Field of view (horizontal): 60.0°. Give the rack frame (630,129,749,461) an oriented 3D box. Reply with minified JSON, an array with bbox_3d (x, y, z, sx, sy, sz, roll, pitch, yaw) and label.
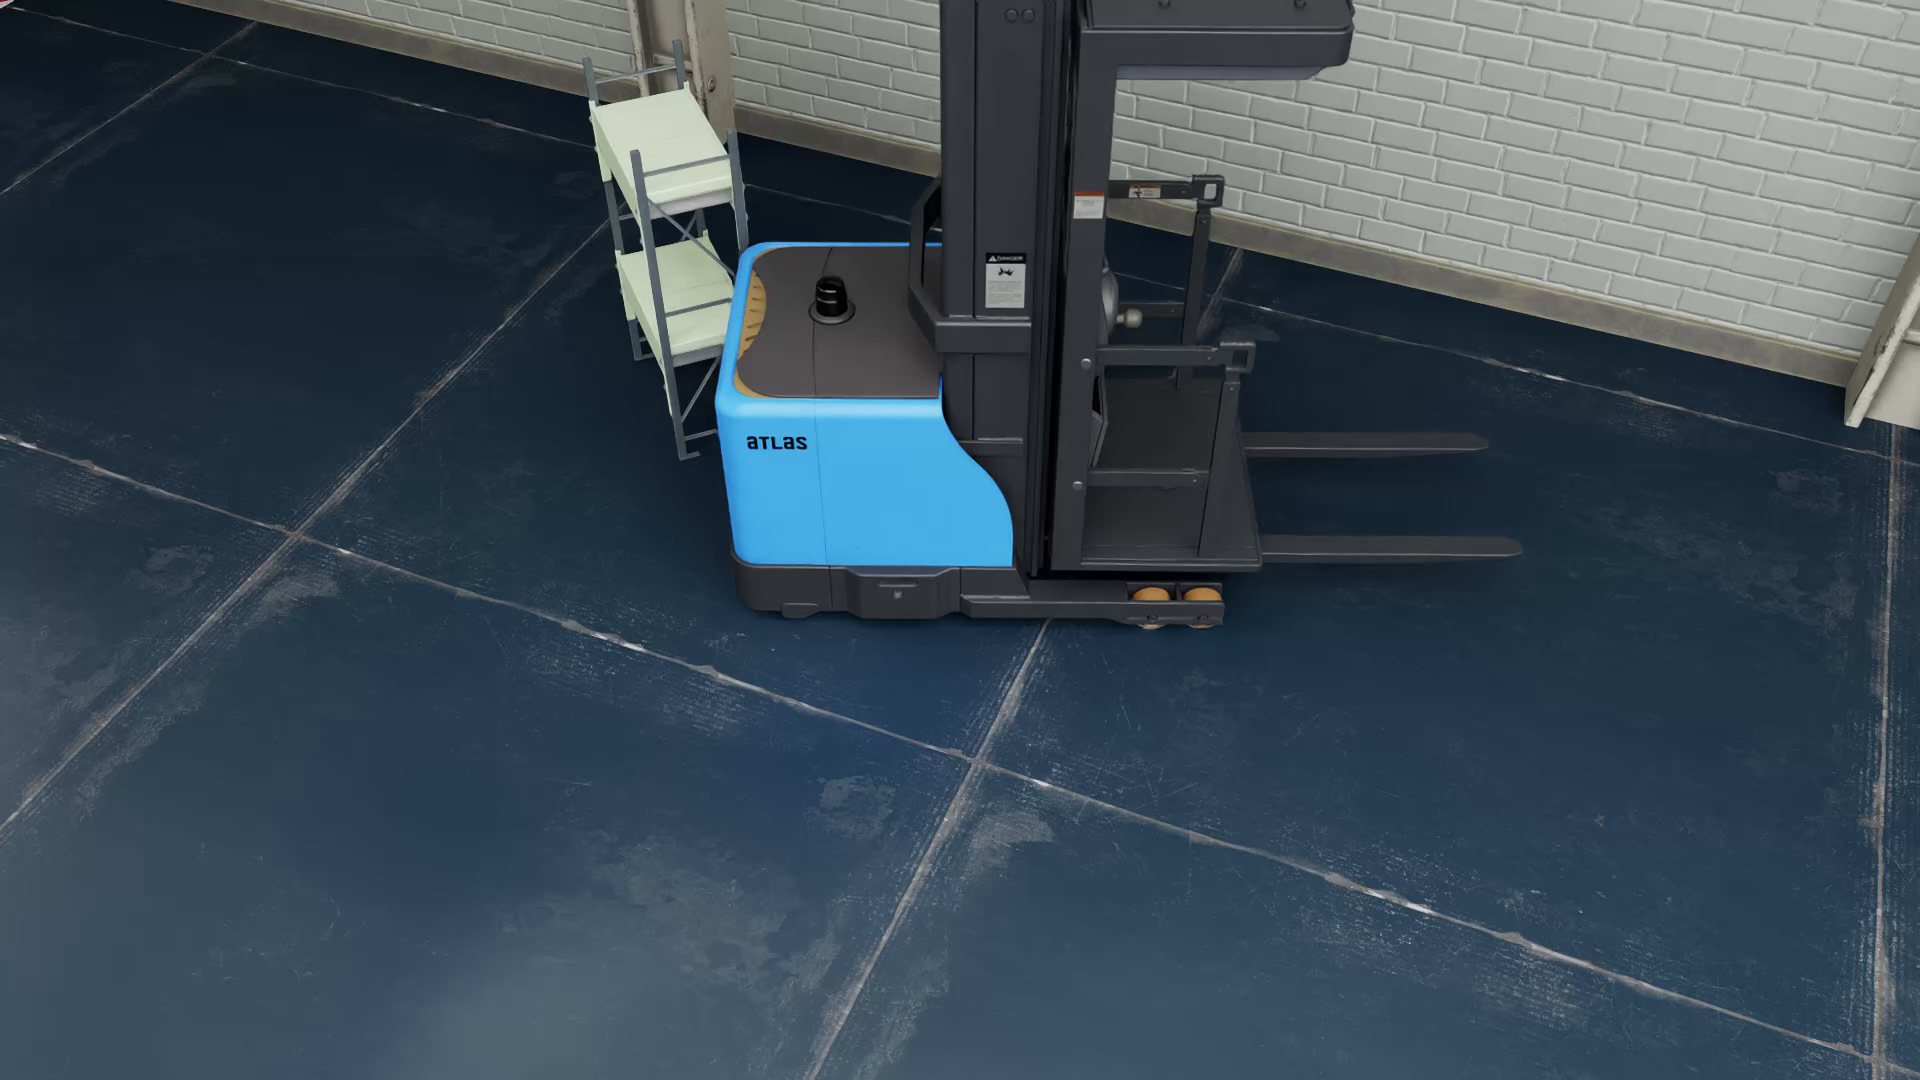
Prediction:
[{"bbox_3d":[-1.013,-0.930,6.622,0.400,1.500,0.023,-16,47,-16],"label":"rack frame"}]

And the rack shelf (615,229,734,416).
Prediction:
[{"bbox_3d":[-1.155,-0.937,7.091,0.431,0.370,0.720,-16,47,-16],"label":"rack shelf"}]

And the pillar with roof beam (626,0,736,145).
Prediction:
[{"bbox_3d":[-3.094,-2.567,2.950,0.400,9.000,9.100,16,47,16],"label":"pillar with roof beam"}]

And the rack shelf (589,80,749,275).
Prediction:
[{"bbox_3d":[-1.155,-1.445,6.586,0.431,0.370,0.720,-16,47,-16],"label":"rack shelf"}]

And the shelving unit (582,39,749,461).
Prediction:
[{"bbox_3d":[-1.155,-1.168,6.861,0.431,1.500,0.755,-16,47,-16],"label":"shelving unit"}]

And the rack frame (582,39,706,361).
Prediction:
[{"bbox_3d":[-1.296,-1.406,7.100,0.400,1.500,0.023,-16,47,-16],"label":"rack frame"}]

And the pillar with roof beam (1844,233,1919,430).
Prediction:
[{"bbox_3d":[2.443,-0.938,1.313,0.400,9.000,9.100,16,47,16],"label":"pillar with roof beam"}]

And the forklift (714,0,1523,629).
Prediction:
[{"bbox_3d":[0.653,-1.077,5.755,3.031,2.935,1.130,0,45,0],"label":"forklift"}]
